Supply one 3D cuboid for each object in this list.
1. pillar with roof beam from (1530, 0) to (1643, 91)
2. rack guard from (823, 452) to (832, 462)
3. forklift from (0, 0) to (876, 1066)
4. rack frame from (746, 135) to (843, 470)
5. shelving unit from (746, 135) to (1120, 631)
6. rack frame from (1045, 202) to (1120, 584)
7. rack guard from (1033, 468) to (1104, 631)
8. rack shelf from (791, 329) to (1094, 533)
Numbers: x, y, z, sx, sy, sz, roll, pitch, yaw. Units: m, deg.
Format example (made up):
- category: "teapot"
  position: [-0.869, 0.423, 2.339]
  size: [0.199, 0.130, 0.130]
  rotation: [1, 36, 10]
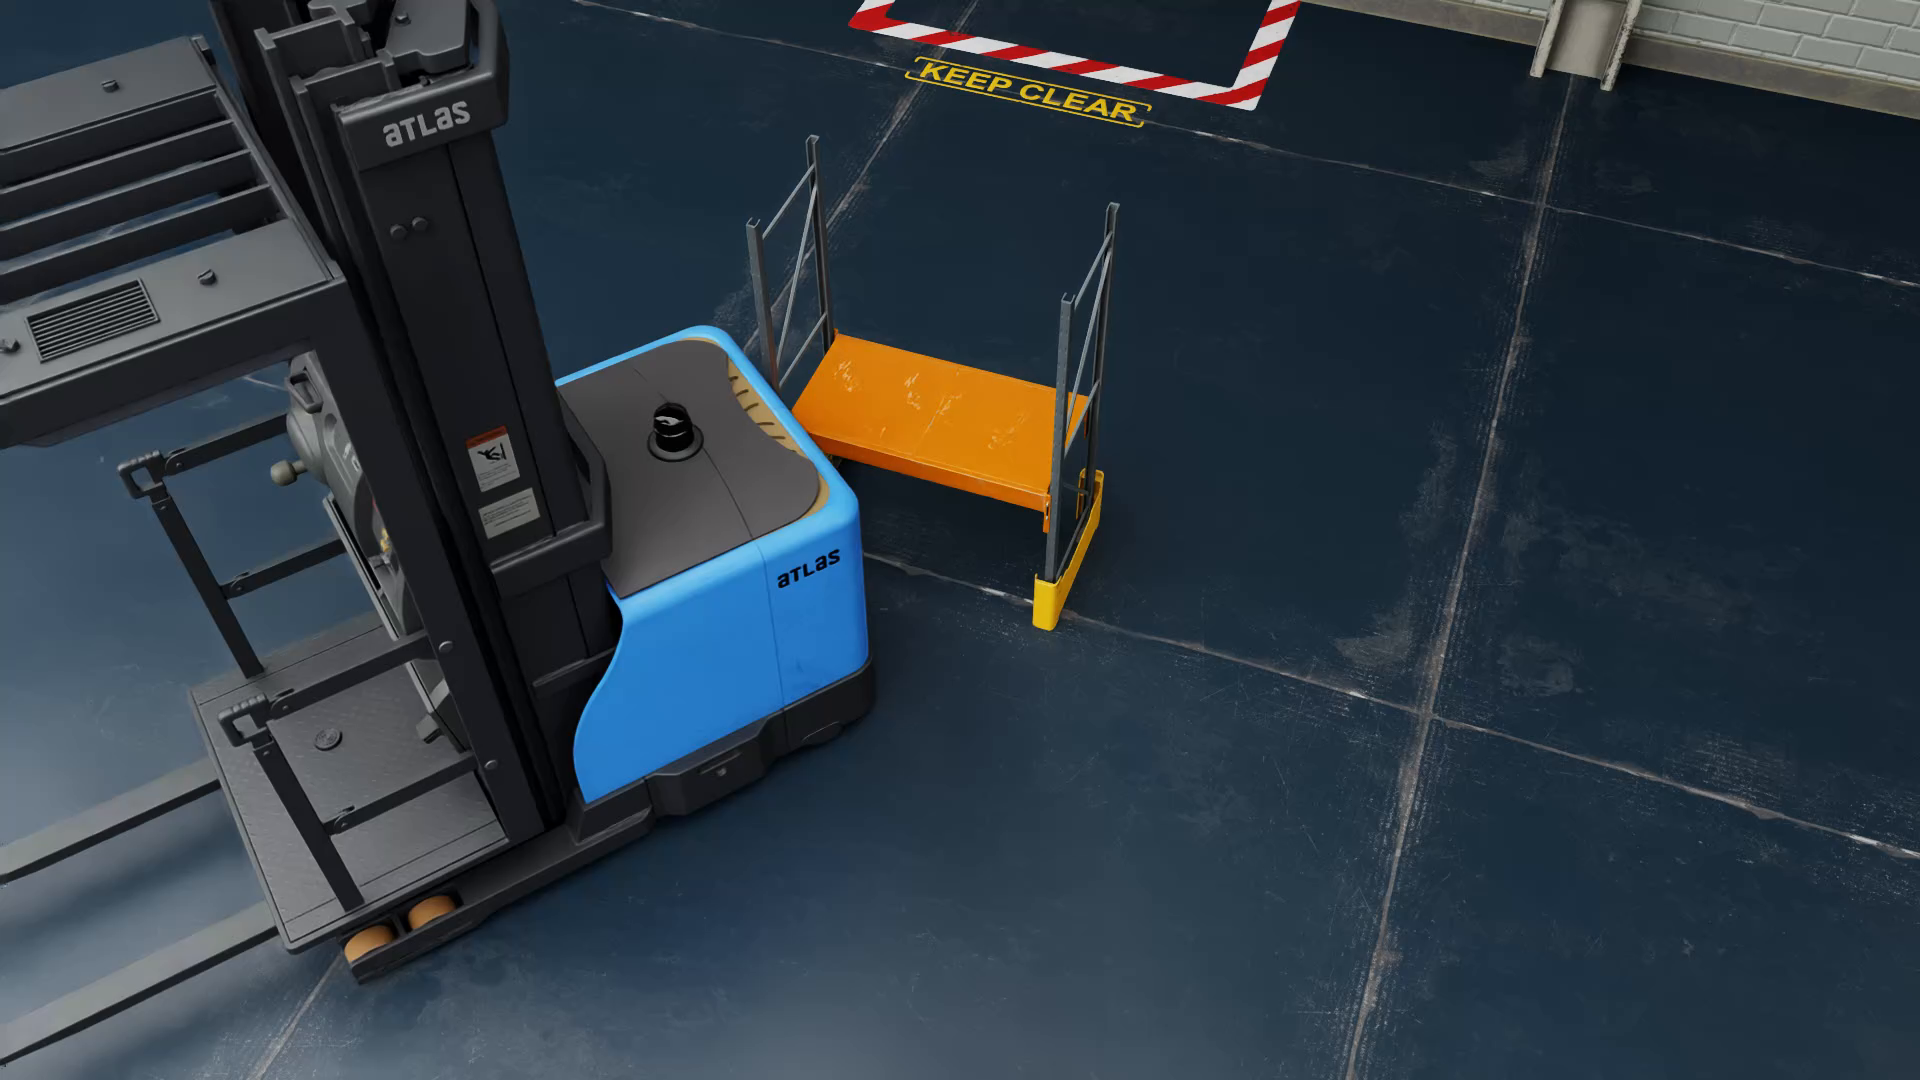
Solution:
- category: "pillar with roof beam"
  position: [1.574, -2.258, 2.252]
  size: [0.400, 9.000, 9.100]
  rotation: [16, 51, 13]
- category: "rack guard"
  position: [-0.539, -0.232, 6.286]
  size: [0.087, 0.250, 0.587]
  rotation: [16, 51, 13]
- category: "forklift"
  position: [-1.809, -0.086, 4.385]
  size: [3.031, 2.935, 1.130]
  rotation: [-25, 54, -20]
- category: "rack frame"
  position: [-0.557, -0.647, 5.818]
  size: [0.032, 1.500, 0.500]
  rotation: [16, 51, 13]
- category: "shelving unit"
  position: [-0.072, -0.511, 5.701]
  size: [1.083, 1.500, 0.587]
  rotation: [16, 51, 13]
- category: "rack frame"
  position: [0.397, -0.380, 5.587]
  size: [0.032, 1.500, 0.500]
  rotation: [16, 51, 13]
- category: "rack guard"
  position: [0.396, 0.029, 6.060]
  size: [0.087, 0.250, 0.587]
  rotation: [16, 51, 13]
- category: "rack shelf"
  position: [-0.080, -0.396, 5.839]
  size: [1.000, 0.185, 0.538]
  rotation: [16, 51, 13]
